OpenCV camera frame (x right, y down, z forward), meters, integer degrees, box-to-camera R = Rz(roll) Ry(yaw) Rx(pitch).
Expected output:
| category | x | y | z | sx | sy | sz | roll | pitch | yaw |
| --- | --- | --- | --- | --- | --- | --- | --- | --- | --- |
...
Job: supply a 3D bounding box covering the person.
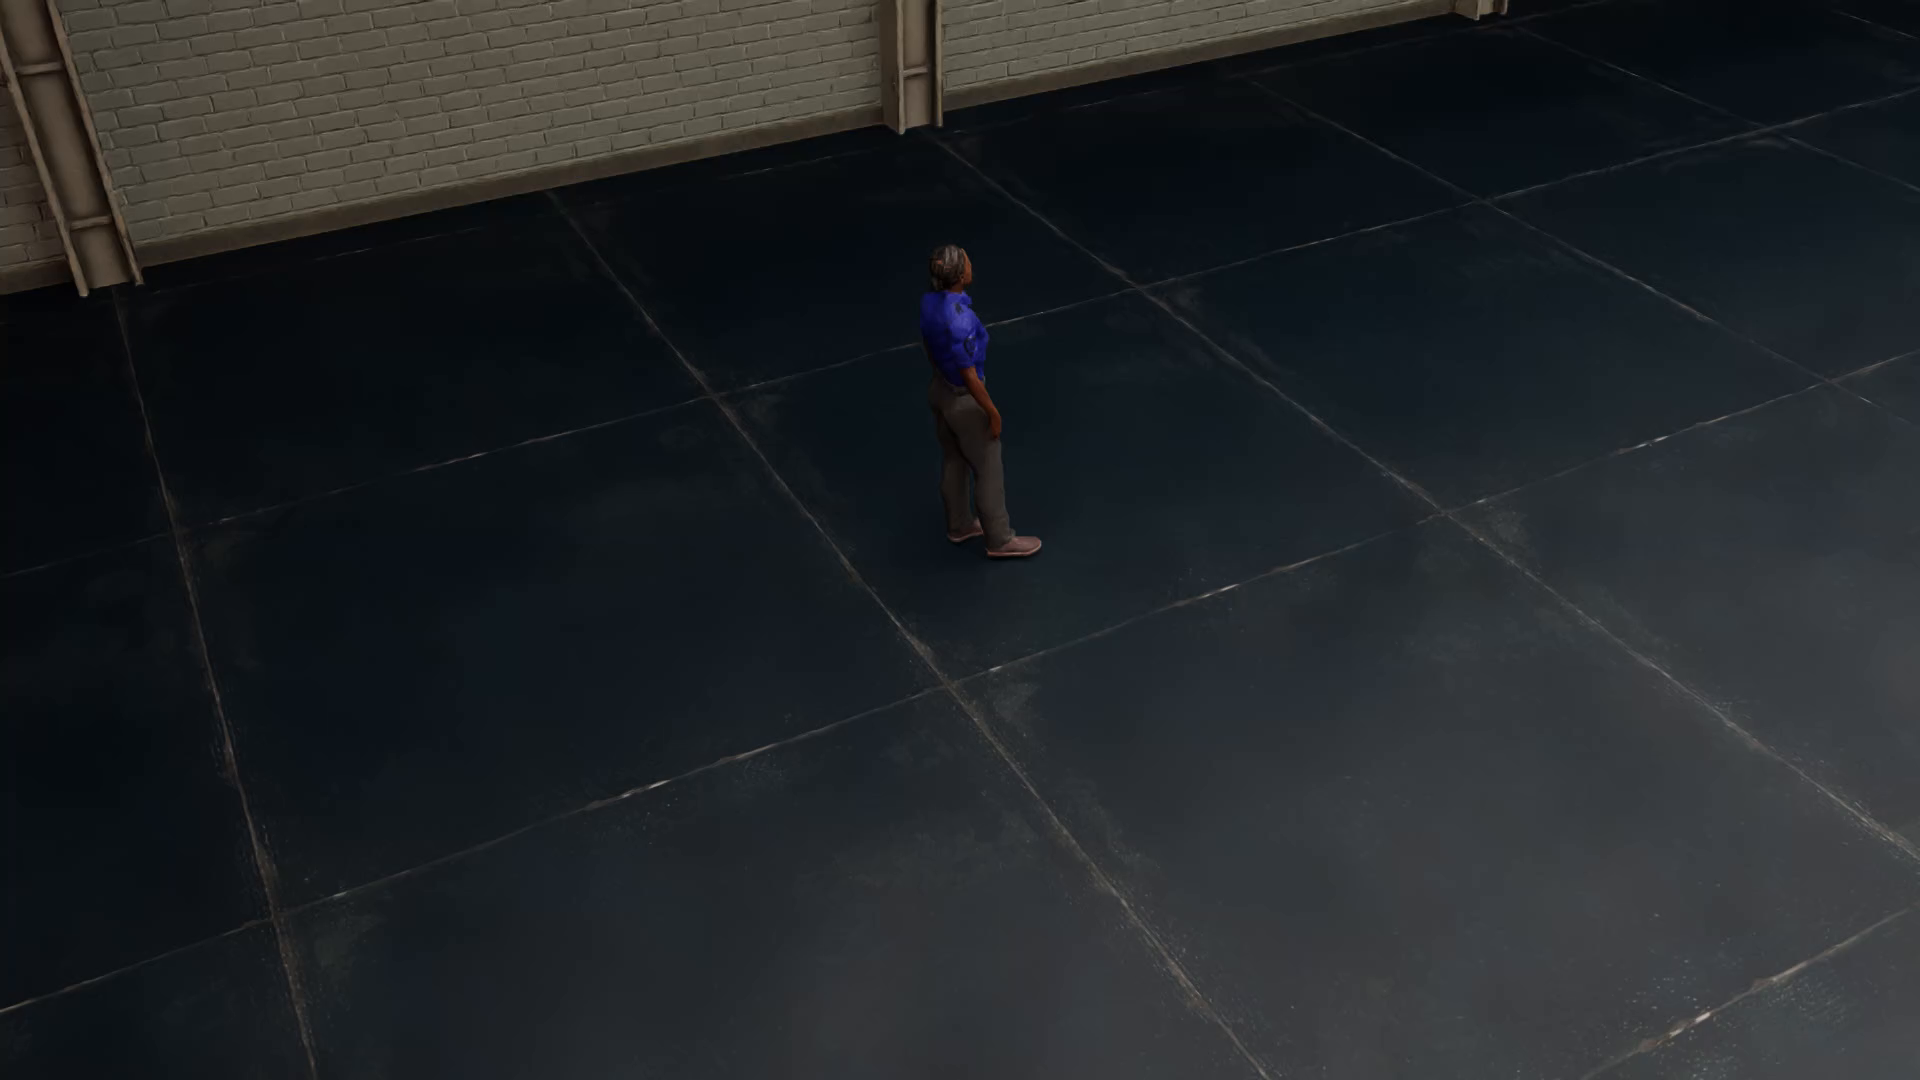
| category | x | y | z | sx | sy | sz | roll | pitch | yaw |
| --- | --- | --- | --- | --- | --- | --- | --- | --- | --- |
| person | 0.087 | -0.695 | 8.200 | 0.503 | 1.654 | 0.570 | -17 | 39 | -23 |
